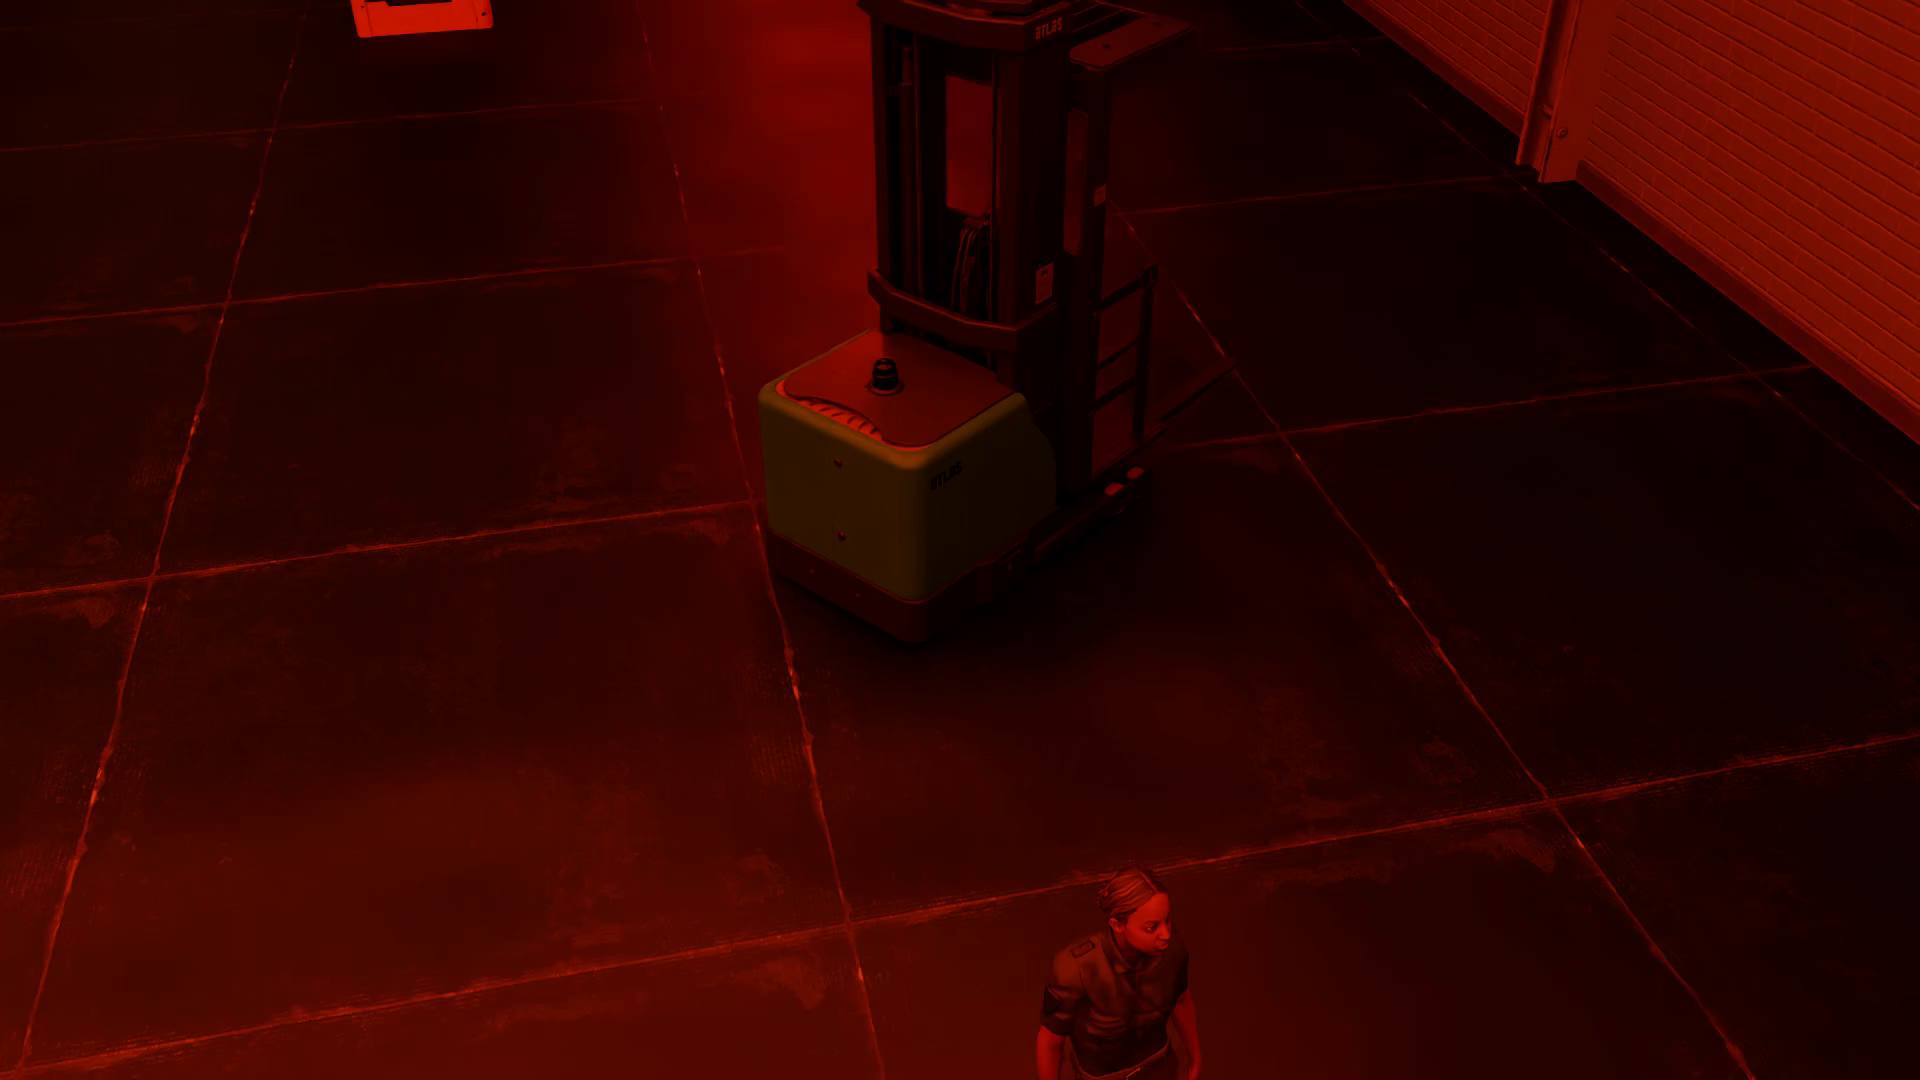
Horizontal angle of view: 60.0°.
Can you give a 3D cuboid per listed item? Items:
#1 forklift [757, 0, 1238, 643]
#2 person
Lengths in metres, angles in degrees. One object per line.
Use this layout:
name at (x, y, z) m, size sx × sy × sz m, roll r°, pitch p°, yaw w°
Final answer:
forklift at (0.376, -1.496, 8.130) m, size 1.130 × 2.935 × 3.031 m, roll 26°, pitch 43°, yaw 32°
person at (0.491, 1.651, 4.837) m, size 0.569 × 1.654 × 0.504 m, roll -18°, pitch 39°, yaw -23°
